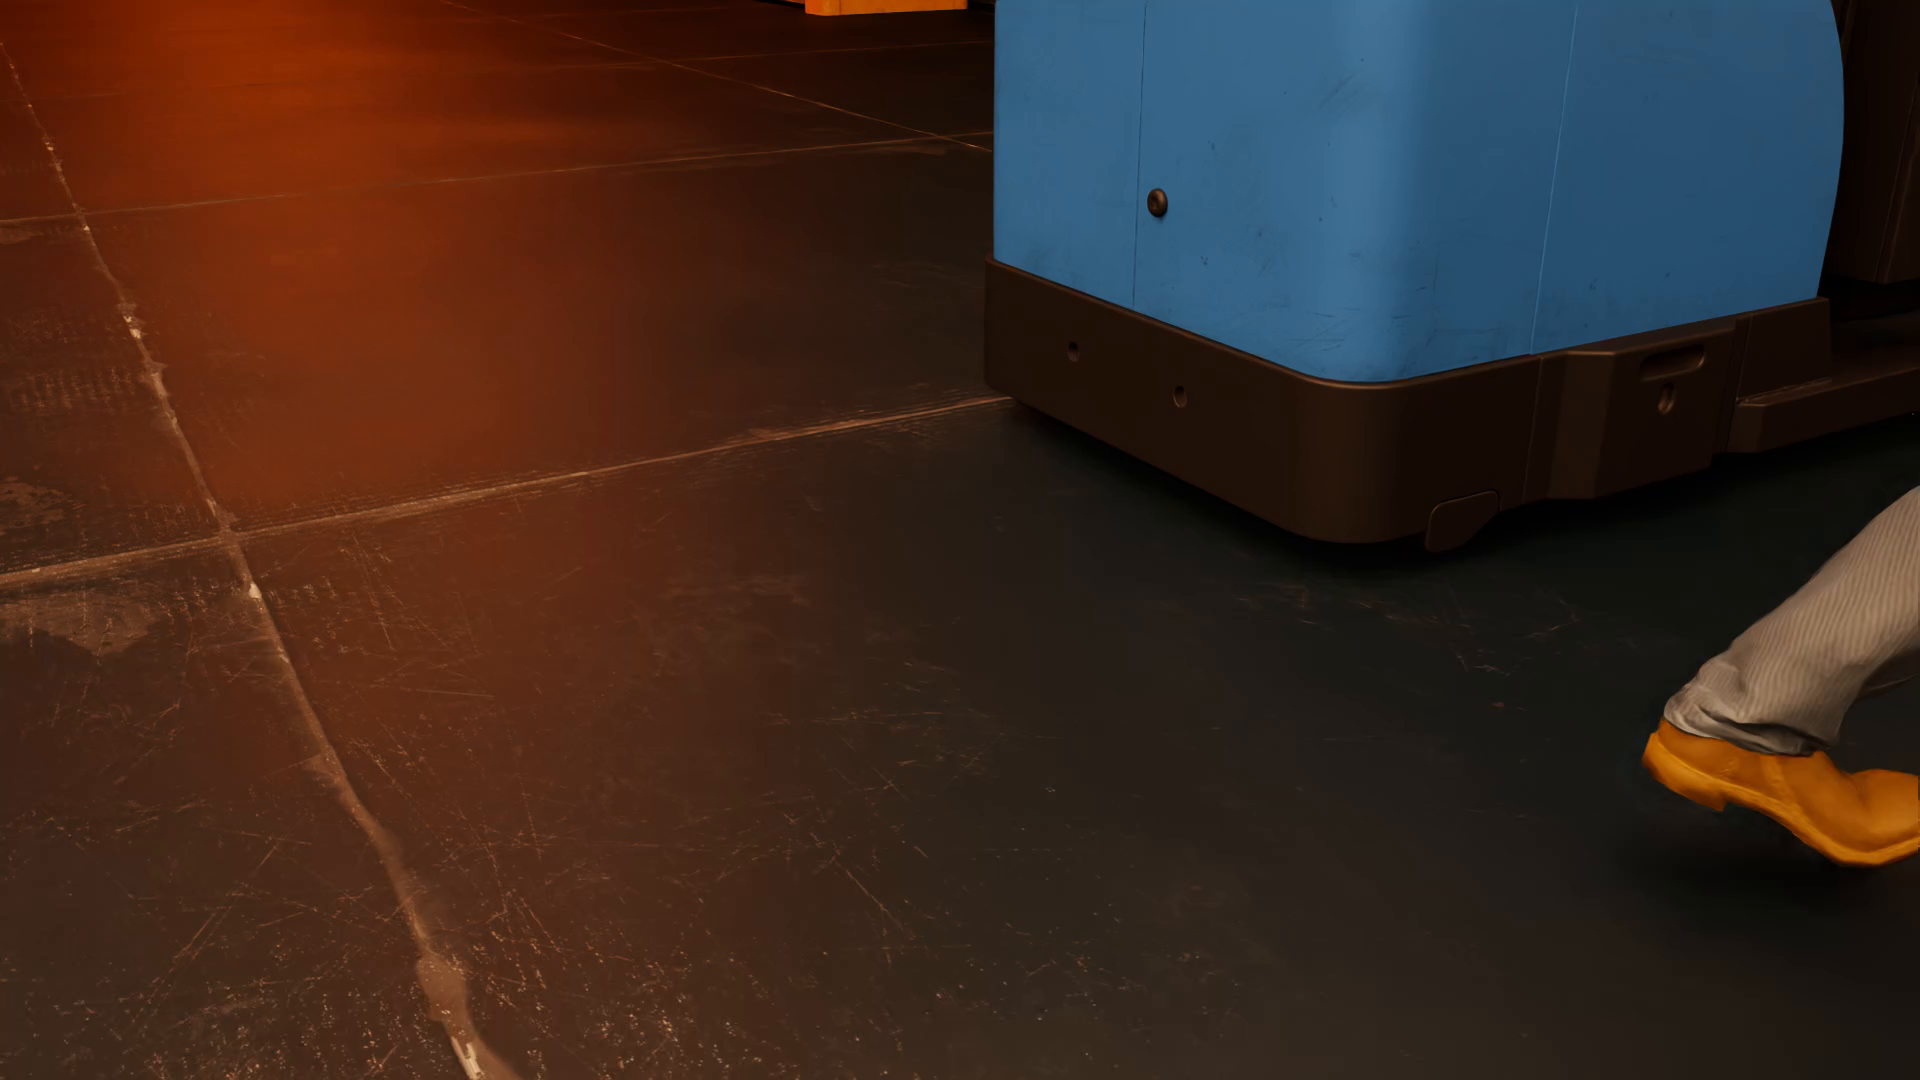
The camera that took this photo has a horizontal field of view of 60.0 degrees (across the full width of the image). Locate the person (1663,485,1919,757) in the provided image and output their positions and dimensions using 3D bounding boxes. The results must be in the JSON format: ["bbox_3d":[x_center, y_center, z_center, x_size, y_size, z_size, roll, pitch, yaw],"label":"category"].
[{"bbox_3d":[1.073,-0.251,1.044,0.523,1.540,1.194,-4,23,-10],"label":"person"}]

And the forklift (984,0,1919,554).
[{"bbox_3d":[1.578,-1.731,2.991,3.031,2.935,1.130,-13,25,-28],"label":"forklift"}]
